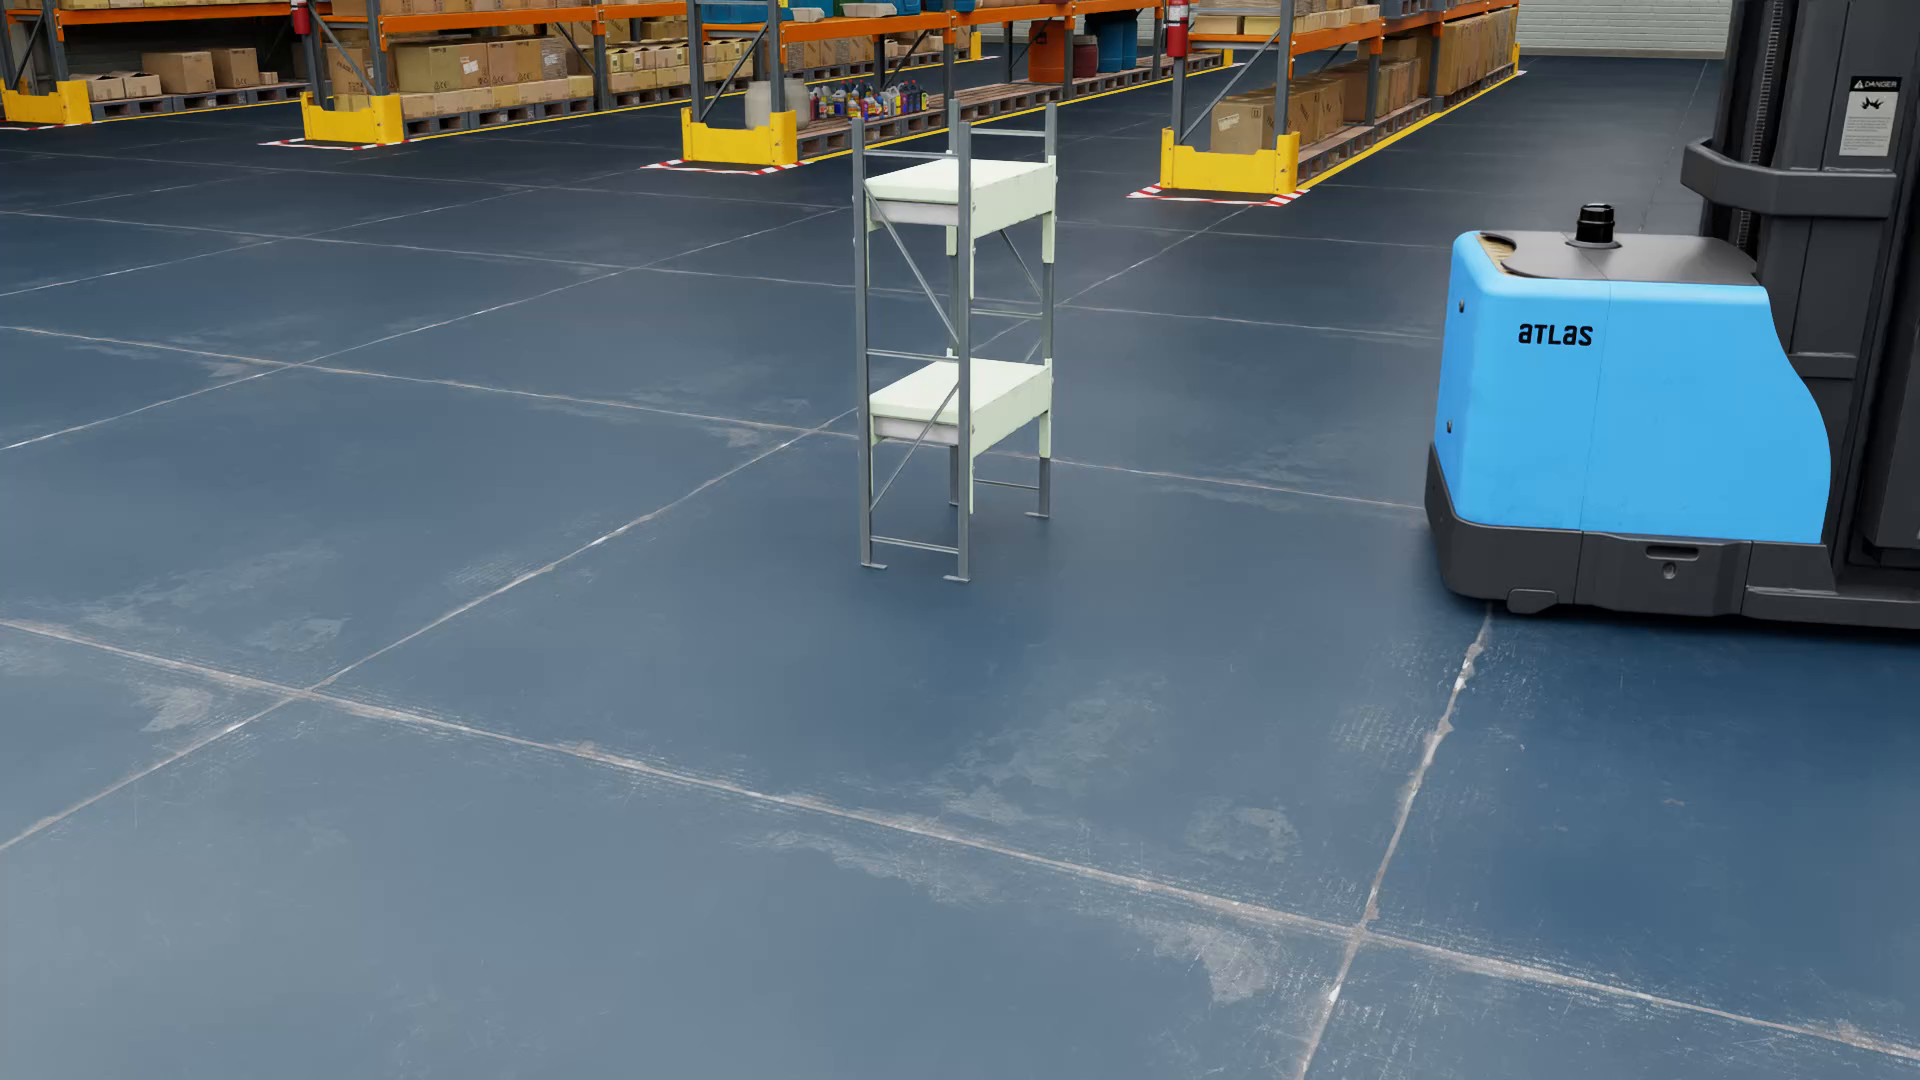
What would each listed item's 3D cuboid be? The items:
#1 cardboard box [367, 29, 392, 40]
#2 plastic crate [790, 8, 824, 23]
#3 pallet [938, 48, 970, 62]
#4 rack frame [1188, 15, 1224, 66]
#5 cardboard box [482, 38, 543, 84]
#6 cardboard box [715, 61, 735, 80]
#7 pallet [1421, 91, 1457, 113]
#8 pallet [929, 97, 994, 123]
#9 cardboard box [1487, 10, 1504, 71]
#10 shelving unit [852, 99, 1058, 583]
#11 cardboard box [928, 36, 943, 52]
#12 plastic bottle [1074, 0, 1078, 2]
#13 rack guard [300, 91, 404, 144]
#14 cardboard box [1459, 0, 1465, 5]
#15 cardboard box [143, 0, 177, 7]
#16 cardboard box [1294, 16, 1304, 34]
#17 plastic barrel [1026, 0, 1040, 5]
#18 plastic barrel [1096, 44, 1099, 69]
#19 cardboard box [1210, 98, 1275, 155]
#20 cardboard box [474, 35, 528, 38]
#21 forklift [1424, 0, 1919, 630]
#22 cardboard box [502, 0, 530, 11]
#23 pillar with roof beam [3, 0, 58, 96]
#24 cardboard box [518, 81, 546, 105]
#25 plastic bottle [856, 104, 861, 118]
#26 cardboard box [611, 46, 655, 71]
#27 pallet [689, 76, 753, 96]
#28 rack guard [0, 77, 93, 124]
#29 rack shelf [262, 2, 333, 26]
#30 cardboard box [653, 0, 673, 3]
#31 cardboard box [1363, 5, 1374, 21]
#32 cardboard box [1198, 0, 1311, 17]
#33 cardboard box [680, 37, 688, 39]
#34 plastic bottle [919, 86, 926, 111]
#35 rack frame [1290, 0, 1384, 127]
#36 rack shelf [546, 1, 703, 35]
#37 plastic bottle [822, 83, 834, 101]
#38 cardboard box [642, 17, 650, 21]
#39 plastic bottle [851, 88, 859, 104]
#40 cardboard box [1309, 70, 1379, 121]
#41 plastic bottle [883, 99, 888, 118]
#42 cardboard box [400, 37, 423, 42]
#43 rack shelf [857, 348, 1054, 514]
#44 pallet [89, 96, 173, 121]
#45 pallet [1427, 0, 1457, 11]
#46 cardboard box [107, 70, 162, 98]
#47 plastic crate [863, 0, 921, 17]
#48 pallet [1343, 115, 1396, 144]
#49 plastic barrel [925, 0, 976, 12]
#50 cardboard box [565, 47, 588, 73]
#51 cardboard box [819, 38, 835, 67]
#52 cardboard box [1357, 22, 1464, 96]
[{"bbox_3d":[-8.913,-7.664,24.996,0.500,0.250,0.500,8,21,21],"label":"cardboard box"},{"bbox_3d":[-1.525,-5.282,16.737,0.298,0.136,0.250,9,21,23],"label":"plastic crate"},{"bbox_3d":[-0.508,-9.167,31.432,1.003,0.211,1.213,9,21,23],"label":"pallet"},{"bbox_3d":[4.366,-10.068,29.801,1.000,3.000,0.127,9,21,23],"label":"rack frame"},{"bbox_3d":[-5.472,-5.859,20.326,0.500,0.500,0.500,9,21,23],"label":"cardboard box"},{"bbox_3d":[-3.628,-6.853,24.239,0.500,0.250,0.500,8,21,22],"label":"cardboard box"},{"bbox_3d":[6.001,-5.859,22.130,1.003,0.211,1.213,9,21,23],"label":"pallet"},{"bbox_3d":[-0.261,-5.331,20.644,1.003,0.211,1.213,9,21,23],"label":"pallet"},{"bbox_3d":[7.959,-7.828,26.048,0.875,0.875,0.875,9,21,23],"label":"cardboard box"},{"bbox_3d":[-0.003,-0.705,5.712,0.431,1.500,0.755,9,21,23],"label":"shelving unit"},{"bbox_3d":[-0.565,-9.174,30.735,0.500,0.250,0.500,9,21,23],"label":"cardboard box"},{"bbox_3d":[1.563,-7.652,23.193,0.152,0.276,0.135,9,21,23],"label":"plastic bottle"},{"bbox_3d":[-6.713,-4.672,18.361,1.175,0.500,0.348,9,21,23],"label":"rack guard"},{"bbox_3d":[6.472,-7.416,22.196,0.500,0.500,0.500,8,21,22],"label":"cardboard box"},{"bbox_3d":[-10.321,-6.896,21.077,0.500,0.250,0.500,8,21,22],"label":"cardboard box"},{"bbox_3d":[2.787,-4.507,14.540,0.380,0.149,0.250,9,21,23],"label":"cardboard box"},{"bbox_3d":[0.864,-7.331,21.939,0.421,0.512,0.421,0,20,0],"label":"plastic barrel"},{"bbox_3d":[1.887,-7.330,25.189,0.421,0.512,0.421,0,20,0],"label":"plastic barrel"},{"bbox_3d":[2.604,-3.706,15.016,0.500,0.500,0.500,13,23,33],"label":"cardboard box"},{"bbox_3d":[-5.738,-6.083,20.955,0.500,0.500,0.500,9,21,23],"label":"cardboard box"},{"bbox_3d":[3.126,-1.217,5.016,3.031,2.935,1.130,3,20,10],"label":"forklift"},{"bbox_3d":[-5.660,-6.676,20.114,0.700,0.500,0.500,9,21,24],"label":"cardboard box"},{"bbox_3d":[-7.799,-9.104,18.140,9.100,9.000,0.400,9,21,23],"label":"pillar with roof beam"},{"bbox_3d":[-5.461,-5.504,20.447,0.500,0.250,0.500,9,21,23],"label":"cardboard box"},{"bbox_3d":[-1.116,-4.609,17.970,0.097,0.201,0.097,0,20,0],"label":"plastic bottle"},{"bbox_3d":[-4.459,-6.491,22.384,0.500,0.311,0.500,8,21,22],"label":"cardboard box"},{"bbox_3d":[-3.800,-6.743,24.614,1.003,0.211,1.213,9,21,23],"label":"pallet"},{"bbox_3d":[-11.193,-5.381,20.355,1.175,0.500,0.348,9,21,23],"label":"rack guard"},{"bbox_3d":[-8.767,-8.031,25.148,1.077,0.370,4.000,9,21,23],"label":"rack shelf"},{"bbox_3d":[-4.315,-7.674,22.921,0.500,0.500,0.500,9,21,23],"label":"cardboard box"},{"bbox_3d":[4.040,-5.420,17.108,0.380,0.149,0.250,9,21,23],"label":"cardboard box"},{"bbox_3d":[2.583,-4.849,14.533,0.875,0.500,0.500,9,21,23],"label":"cardboard box"},{"bbox_3d":[-3.909,-7.350,24.799,0.500,0.311,0.500,9,22,25],"label":"cardboard box"},{"bbox_3d":[-0.444,-5.134,19.327,0.061,0.283,0.133,10,22,25],"label":"plastic bottle"},{"bbox_3d":[3.971,-5.720,17.575,1.000,3.000,0.127,9,21,23],"label":"rack frame"},{"bbox_3d":[-4.246,-7.353,23.240,1.077,0.370,4.000,9,21,23],"label":"rack shelf"},{"bbox_3d":[-1.508,-4.981,18.795,0.144,0.351,0.185,8,21,22],"label":"plastic bottle"},{"bbox_3d":[-5.829,-9.969,31.661,0.380,0.149,0.250,8,21,21],"label":"cardboard box"},{"bbox_3d":[-1.206,-5.070,19.165,0.097,0.271,0.097,0,20,0],"label":"plastic bottle"},{"bbox_3d":[4.242,-4.934,18.440,0.700,0.500,0.500,7,21,19],"label":"cardboard box"},{"bbox_3d":[-0.853,-4.805,18.524,0.097,0.201,0.097,0,20,0],"label":"plastic bottle"},{"bbox_3d":[-8.690,-7.486,25.617,0.700,0.500,0.500,8,21,22],"label":"cardboard box"},{"bbox_3d":[-0.003,-0.397,5.821,0.431,0.370,0.720,9,21,23],"label":"rack shelf"},{"bbox_3d":[-10.828,-5.489,21.088,1.003,0.211,1.213,9,21,23],"label":"pallet"},{"bbox_3d":[5.414,-6.620,20.392,1.213,0.211,1.003,9,21,23],"label":"pallet"},{"bbox_3d":[-10.625,-5.850,21.297,0.500,0.311,0.500,11,22,27],"label":"cardboard box"},{"bbox_3d":[-0.753,-5.954,18.455,0.499,0.251,0.616,9,21,23],"label":"plastic crate"},{"bbox_3d":[4.289,-4.644,18.712,1.003,0.211,1.213,9,21,23],"label":"pallet"},{"bbox_3d":[-0.113,-6.712,19.618,0.600,0.901,0.708,9,21,23],"label":"plastic barrel"},{"bbox_3d":[-5.161,-6.410,22.156,0.500,0.311,0.500,9,21,23],"label":"cardboard box"},{"bbox_3d":[-2.352,-7.906,26.797,0.500,0.500,0.500,8,21,21],"label":"cardboard box"},{"bbox_3d":[5.911,-6.347,21.884,1.225,0.875,0.875,8,21,20],"label":"cardboard box"}]
